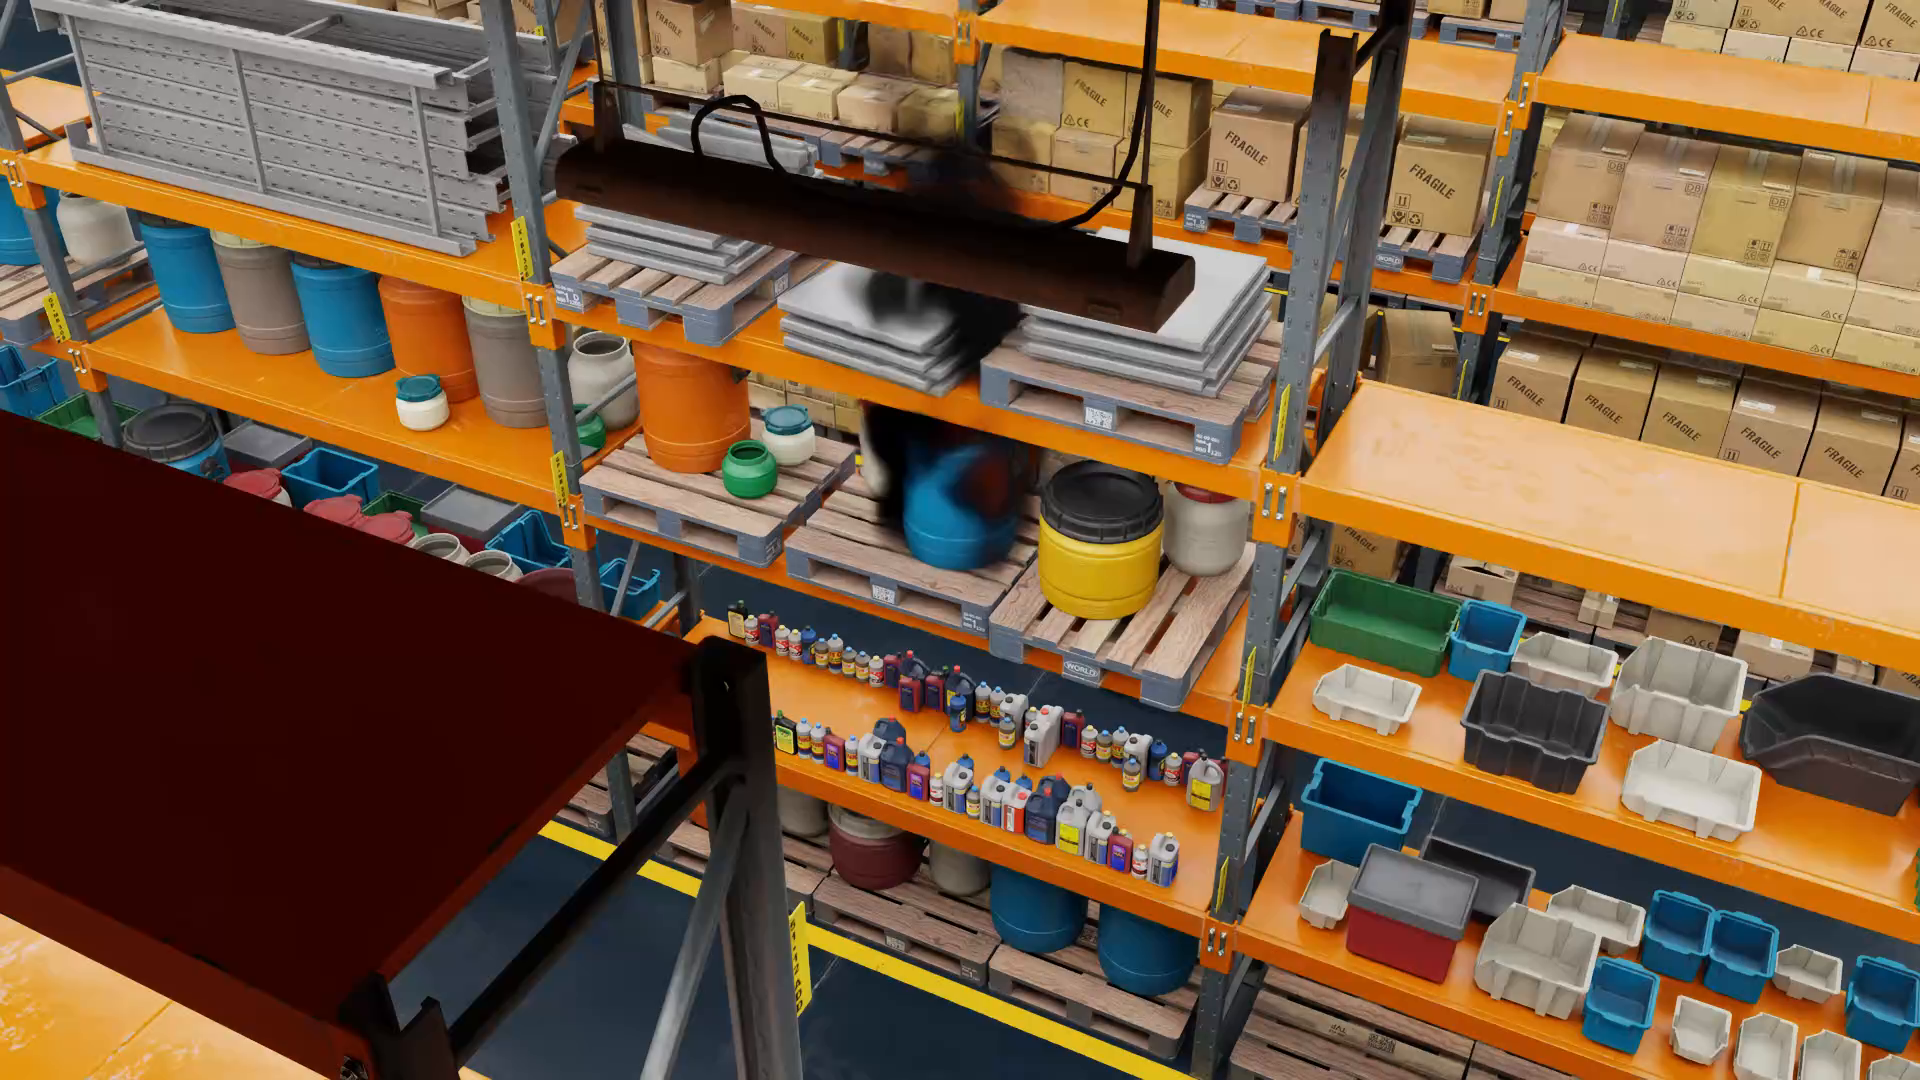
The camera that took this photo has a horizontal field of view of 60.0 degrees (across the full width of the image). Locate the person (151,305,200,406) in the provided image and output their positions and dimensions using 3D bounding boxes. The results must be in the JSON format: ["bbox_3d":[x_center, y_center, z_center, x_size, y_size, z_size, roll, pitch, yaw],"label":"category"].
[{"bbox_3d":[-6.632,-1.314,14.218,0.715,1.824,0.637,16,38,22],"label":"person"}]
